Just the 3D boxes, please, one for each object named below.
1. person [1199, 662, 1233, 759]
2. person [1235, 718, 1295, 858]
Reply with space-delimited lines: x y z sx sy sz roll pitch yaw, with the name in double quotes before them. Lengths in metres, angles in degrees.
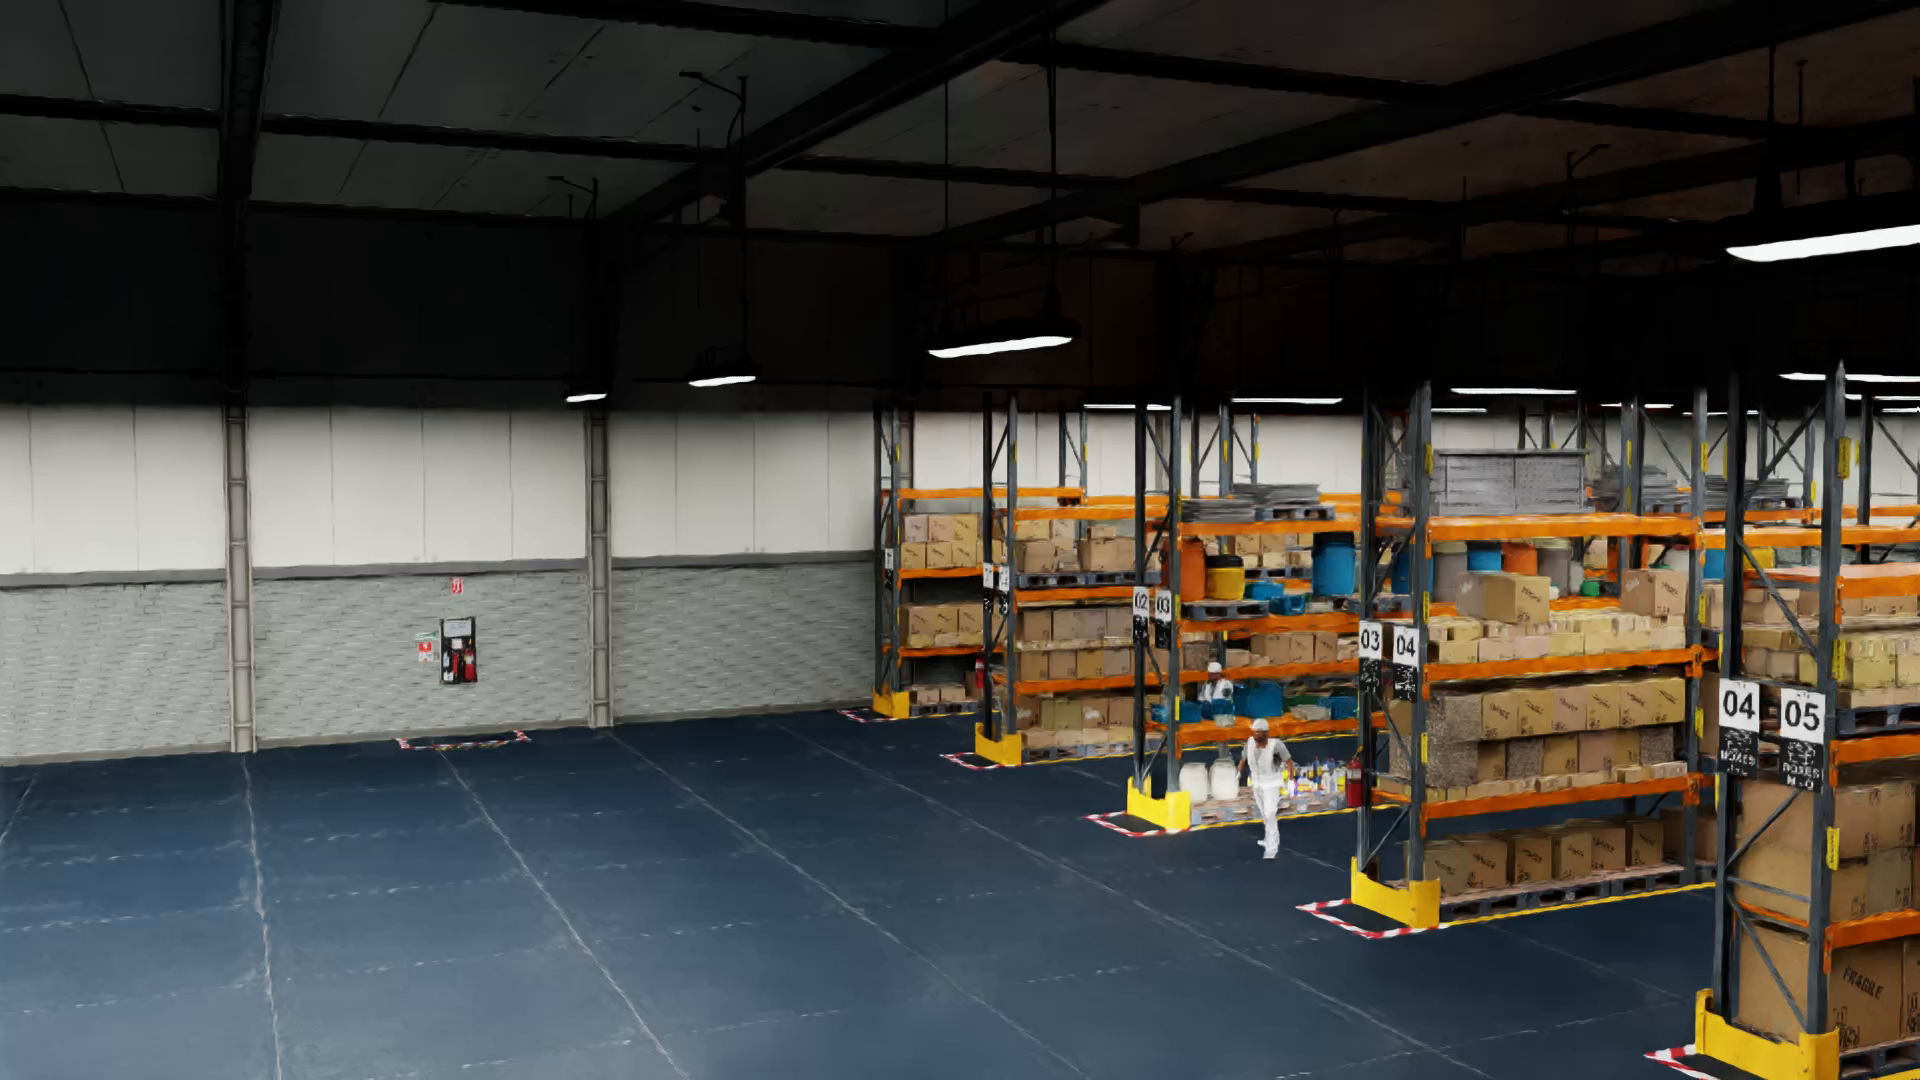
"person" 4.125 2.770 26.346 0.837 1.714 0.669 -3 4 -41
"person" 3.865 3.080 20.932 0.843 1.722 0.692 -3 4 -41
